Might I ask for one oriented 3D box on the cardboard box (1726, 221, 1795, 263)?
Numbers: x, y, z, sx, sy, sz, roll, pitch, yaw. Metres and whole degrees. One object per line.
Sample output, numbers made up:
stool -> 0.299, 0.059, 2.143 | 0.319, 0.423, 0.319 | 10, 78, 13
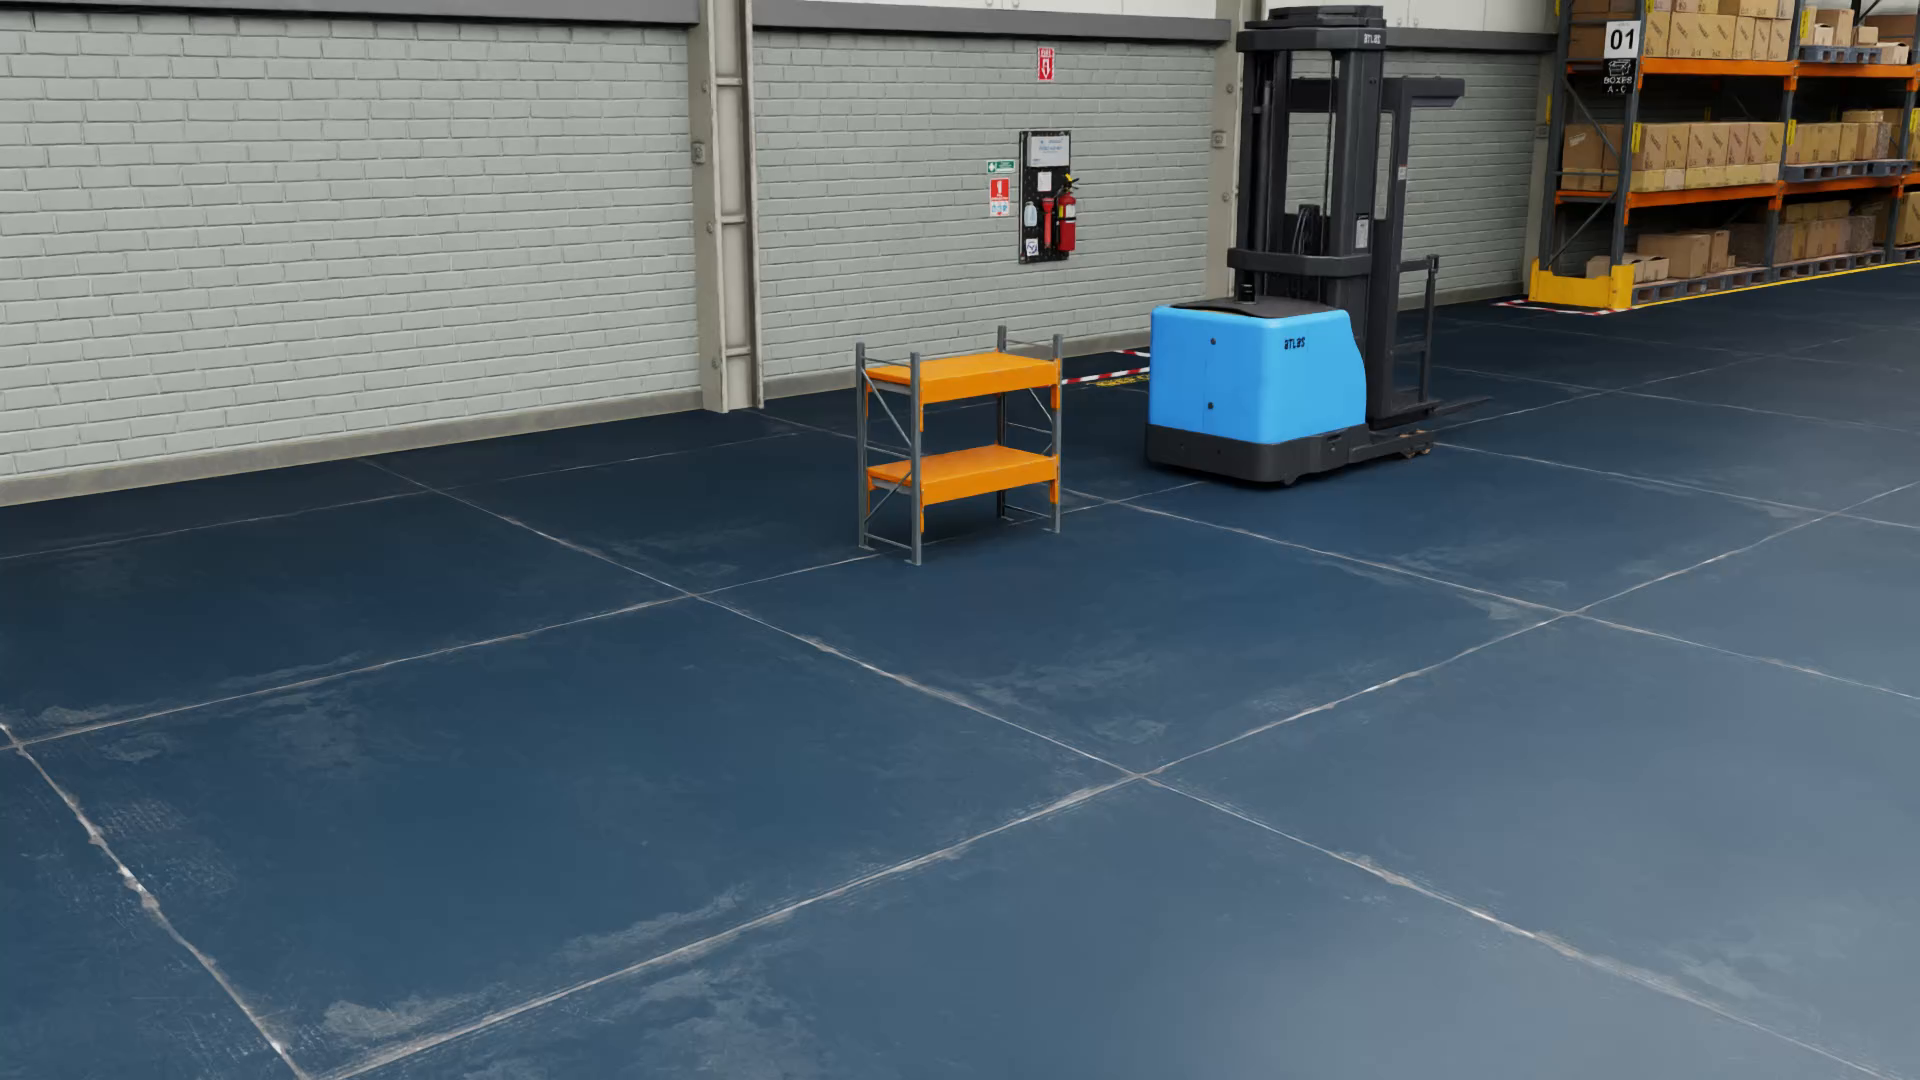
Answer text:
cardboard box -> 10.855, -4.055, 22.609 | 0.500, 0.500, 0.700 | -12, 19, -38

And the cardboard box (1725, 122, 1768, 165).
cardboard box -> 9.784, -4.996, 20.938 | 0.500, 0.500, 0.500 | -13, 20, -40

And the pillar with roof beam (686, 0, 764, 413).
pillar with roof beam -> 1.026, -4.559, 8.880 | 0.400, 9.000, 9.100 | -13, 19, -39

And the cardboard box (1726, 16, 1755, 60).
cardboard box -> 9.309, -6.111, 20.271 | 0.500, 0.500, 0.500 | -14, 20, -41

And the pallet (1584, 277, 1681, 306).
pallet -> 7.986, -3.041, 20.225 | 1.213, 0.211, 1.003 | -13, 19, -39

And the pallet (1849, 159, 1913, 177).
pallet -> 12.860, -5.365, 23.896 | 1.003, 0.211, 1.213 | -13, 19, -39

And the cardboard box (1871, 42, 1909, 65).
cardboard box -> 12.962, -6.841, 23.369 | 0.500, 0.311, 0.500 | -13, 19, -39

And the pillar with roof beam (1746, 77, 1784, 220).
pillar with roof beam -> 14.605, -7.608, 20.295 | 0.400, 9.000, 9.100 | -13, 19, -39

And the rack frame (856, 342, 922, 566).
rack frame -> -0.378, -0.458, 8.787 | 0.032, 1.125, 0.500 | -13, 19, -39

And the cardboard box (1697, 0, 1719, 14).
cardboard box -> 8.534, -6.417, 19.478 | 0.500, 0.500, 0.500 | -12, 19, -38

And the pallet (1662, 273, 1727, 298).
pallet -> 8.906, -3.246, 20.995 | 1.213, 0.211, 1.003 | -13, 19, -39

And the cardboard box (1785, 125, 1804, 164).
cardboard box -> 10.717, -5.262, 22.092 | 0.500, 0.500, 0.700 | -13, 19, -39

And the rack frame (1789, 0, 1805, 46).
rack frame -> 10.310, -7.820, 21.090 | 0.127, 3.000, 1.000 | -13, 19, -39

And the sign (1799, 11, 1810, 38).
sign -> 10.672, -6.517, 21.020 | 0.005, 0.325, 0.100 | -13, 19, -39

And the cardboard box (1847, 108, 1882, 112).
cardboard box -> 13.500, -6.291, 24.727 | 0.500, 0.250, 0.500 | -12, 19, -38

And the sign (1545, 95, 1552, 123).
sign -> 6.943, -5.068, 19.554 | 0.005, 0.325, 0.100 | -13, 19, -39

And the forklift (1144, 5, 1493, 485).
forklift -> 2.638, -2.060, 11.282 | 3.031, 2.935, 1.130 | -14, 20, -42

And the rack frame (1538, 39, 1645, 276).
rack frame -> 7.293, -4.244, 19.327 | 0.127, 3.000, 1.000 | -13, 19, -39

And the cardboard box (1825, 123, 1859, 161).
cardboard box -> 12.054, -5.564, 23.220 | 0.500, 0.500, 0.700 | -13, 19, -39

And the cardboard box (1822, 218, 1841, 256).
cardboard box -> 11.998, -4.318, 23.595 | 0.500, 0.500, 0.700 | -13, 20, -40

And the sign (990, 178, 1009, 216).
sign -> 0.353, -3.047, 14.777 | 0.234, 0.329, 0.001 | -13, 19, -39

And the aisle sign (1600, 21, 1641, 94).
aisle sign -> 7.435, -5.430, 18.728 | 0.004, 0.787, 0.394 | -13, 19, -39

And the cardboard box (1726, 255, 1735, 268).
cardboard box -> 9.926, -3.669, 21.812 | 0.380, 0.166, 0.250 | 13, 20, 40

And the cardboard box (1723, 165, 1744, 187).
cardboard box -> 9.401, -4.549, 20.720 | 0.500, 0.250, 0.500 | -13, 20, -40

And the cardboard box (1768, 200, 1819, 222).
cardboard box -> 11.575, -4.581, 23.127 | 0.500, 0.250, 0.500 | -13, 20, -41

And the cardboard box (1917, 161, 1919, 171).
cardboard box -> 14.180, -5.568, 24.731 | 0.250, 0.149, 0.380 | -12, 19, -38

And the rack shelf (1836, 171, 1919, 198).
rack shelf -> 14.836, -5.591, 25.762 | 4.000, 0.370, 1.077 | -13, 19, -39

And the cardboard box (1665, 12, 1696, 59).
cardboard box -> 8.138, -5.844, 19.269 | 0.500, 0.500, 0.500 | -11, 19, -36

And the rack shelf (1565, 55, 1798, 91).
rack shelf -> 8.801, -5.685, 20.302 | 4.000, 0.370, 1.077 | -13, 19, -39

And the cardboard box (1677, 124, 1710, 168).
cardboard box -> 8.623, -4.734, 19.960 | 0.500, 0.500, 0.500 | -13, 20, -41

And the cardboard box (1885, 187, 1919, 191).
cardboard box -> 14.634, -5.010, 25.546 | 0.750, 0.750, 0.750 | -13, 20, -40

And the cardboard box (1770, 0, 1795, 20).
cardboard box -> 10.110, -6.775, 20.817 | 0.500, 0.500, 0.500 | 14, 20, 42

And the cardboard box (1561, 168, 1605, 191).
cardboard box -> 7.518, -4.299, 19.782 | 0.500, 0.250, 0.500 | -12, 19, -39

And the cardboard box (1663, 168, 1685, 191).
cardboard box -> 8.252, -4.293, 19.762 | 0.500, 0.250, 0.500 | -13, 20, -41

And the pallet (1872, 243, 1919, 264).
pallet -> 13.972, -4.371, 25.206 | 1.213, 0.211, 1.003 | -13, 19, -39

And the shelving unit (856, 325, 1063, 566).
shelving unit -> 0.005, -0.545, 9.109 | 1.048, 1.125, 0.538 | -13, 19, -39

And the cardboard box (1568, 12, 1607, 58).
cardboard box -> 7.441, -5.872, 19.374 | 0.500, 0.500, 0.500 | -11, 18, -35

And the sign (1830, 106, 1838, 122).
sign -> 12.961, -6.266, 24.654 | 0.005, 0.325, 0.100 | -13, 19, -39

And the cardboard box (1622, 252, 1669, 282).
cardboard box -> 8.304, -3.354, 20.352 | 0.500, 0.311, 0.500 | -11, 18, -35

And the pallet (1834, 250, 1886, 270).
pallet -> 12.737, -4.120, 24.266 | 1.213, 0.211, 1.003 | -13, 19, -39

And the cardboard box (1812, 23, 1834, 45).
cardboard box -> 11.240, -6.712, 22.113 | 0.500, 0.311, 0.500 | -12, 19, -38
